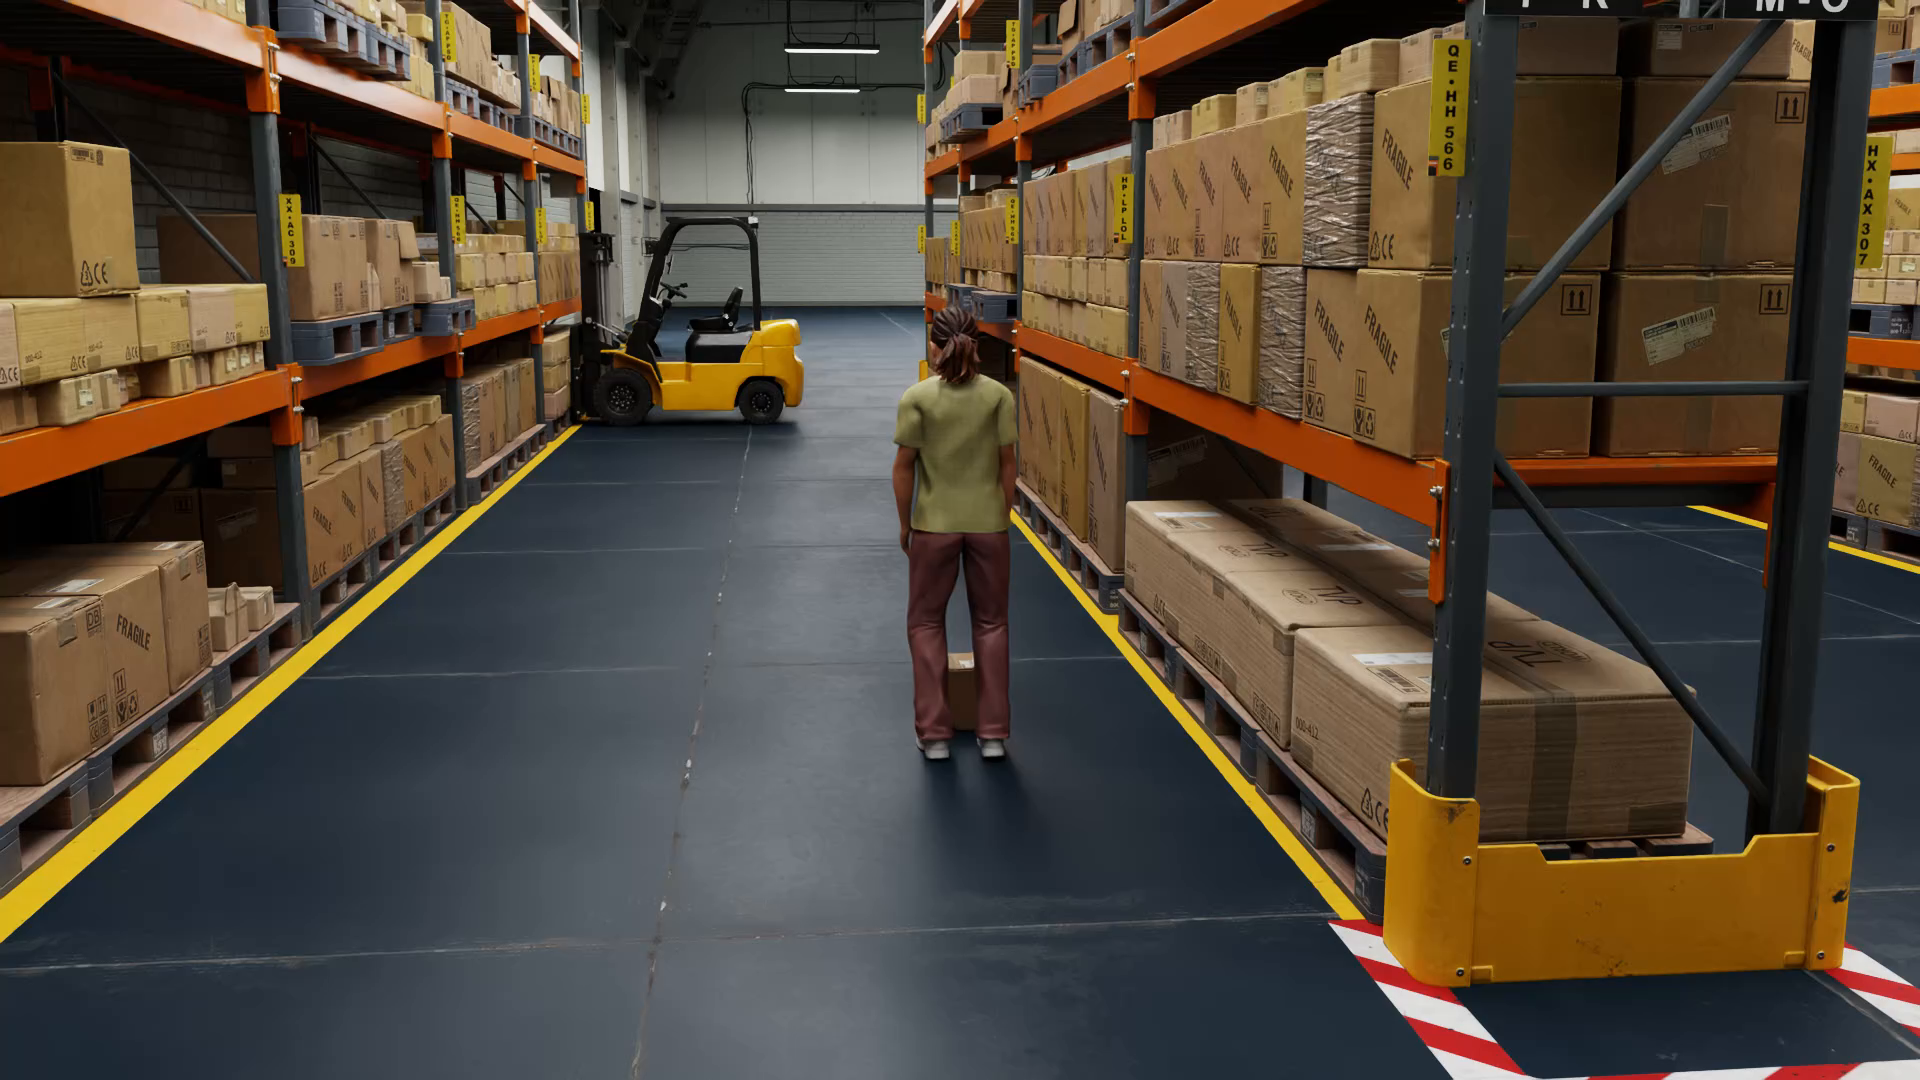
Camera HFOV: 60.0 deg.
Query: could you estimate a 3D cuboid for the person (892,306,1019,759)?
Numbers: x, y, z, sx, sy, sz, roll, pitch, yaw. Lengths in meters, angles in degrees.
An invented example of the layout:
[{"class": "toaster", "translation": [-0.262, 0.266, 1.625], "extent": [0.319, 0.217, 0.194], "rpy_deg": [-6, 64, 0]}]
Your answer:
[{"class": "person", "translation": [-0.018, -0.017, 6.088], "extent": [0.458, 1.659, 0.351], "rpy_deg": [-1, 10, -5]}]
